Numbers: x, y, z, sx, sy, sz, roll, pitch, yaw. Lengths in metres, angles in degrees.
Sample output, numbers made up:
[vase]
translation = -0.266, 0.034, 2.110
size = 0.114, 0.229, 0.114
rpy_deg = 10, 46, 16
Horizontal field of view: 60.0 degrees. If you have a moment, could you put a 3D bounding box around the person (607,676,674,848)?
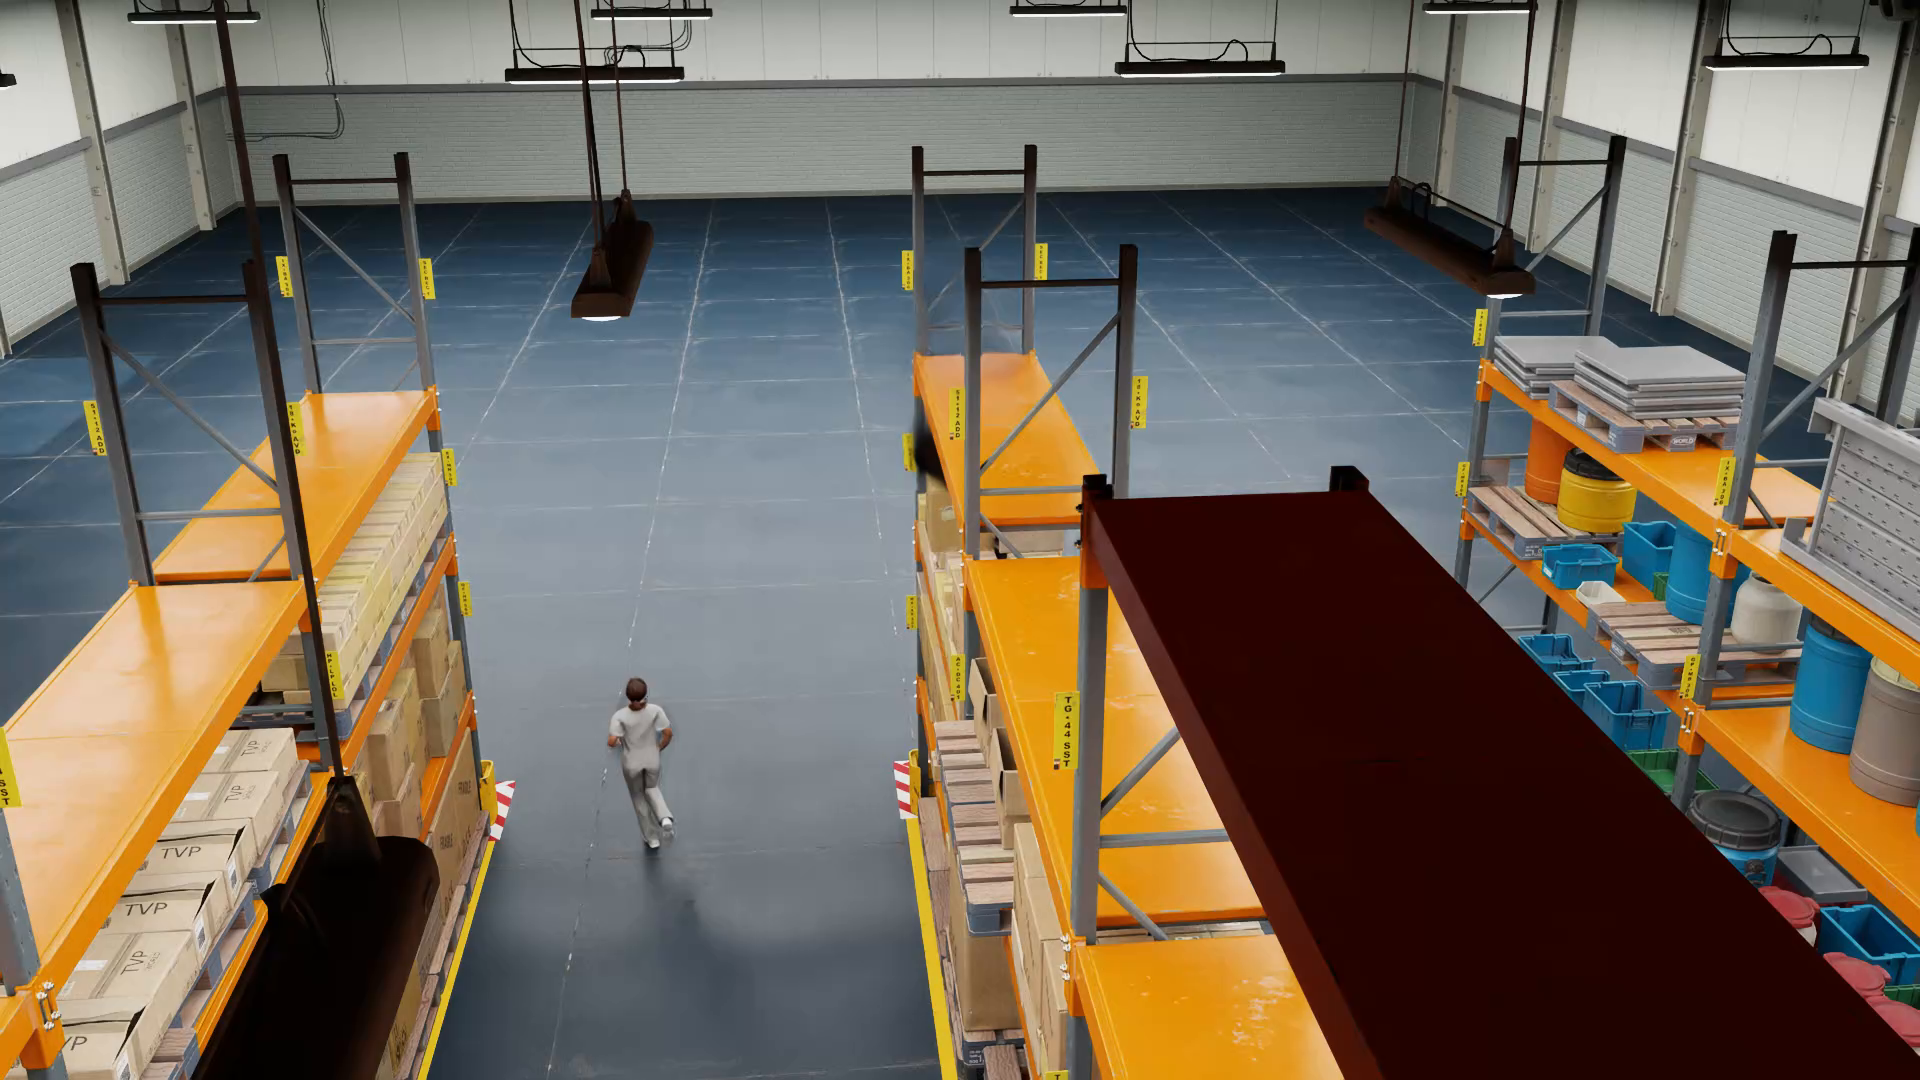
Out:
[person]
translation = -2.780, 1.957, 14.507
size = 0.560, 1.639, 0.603
rpy_deg = -9, 23, -21
